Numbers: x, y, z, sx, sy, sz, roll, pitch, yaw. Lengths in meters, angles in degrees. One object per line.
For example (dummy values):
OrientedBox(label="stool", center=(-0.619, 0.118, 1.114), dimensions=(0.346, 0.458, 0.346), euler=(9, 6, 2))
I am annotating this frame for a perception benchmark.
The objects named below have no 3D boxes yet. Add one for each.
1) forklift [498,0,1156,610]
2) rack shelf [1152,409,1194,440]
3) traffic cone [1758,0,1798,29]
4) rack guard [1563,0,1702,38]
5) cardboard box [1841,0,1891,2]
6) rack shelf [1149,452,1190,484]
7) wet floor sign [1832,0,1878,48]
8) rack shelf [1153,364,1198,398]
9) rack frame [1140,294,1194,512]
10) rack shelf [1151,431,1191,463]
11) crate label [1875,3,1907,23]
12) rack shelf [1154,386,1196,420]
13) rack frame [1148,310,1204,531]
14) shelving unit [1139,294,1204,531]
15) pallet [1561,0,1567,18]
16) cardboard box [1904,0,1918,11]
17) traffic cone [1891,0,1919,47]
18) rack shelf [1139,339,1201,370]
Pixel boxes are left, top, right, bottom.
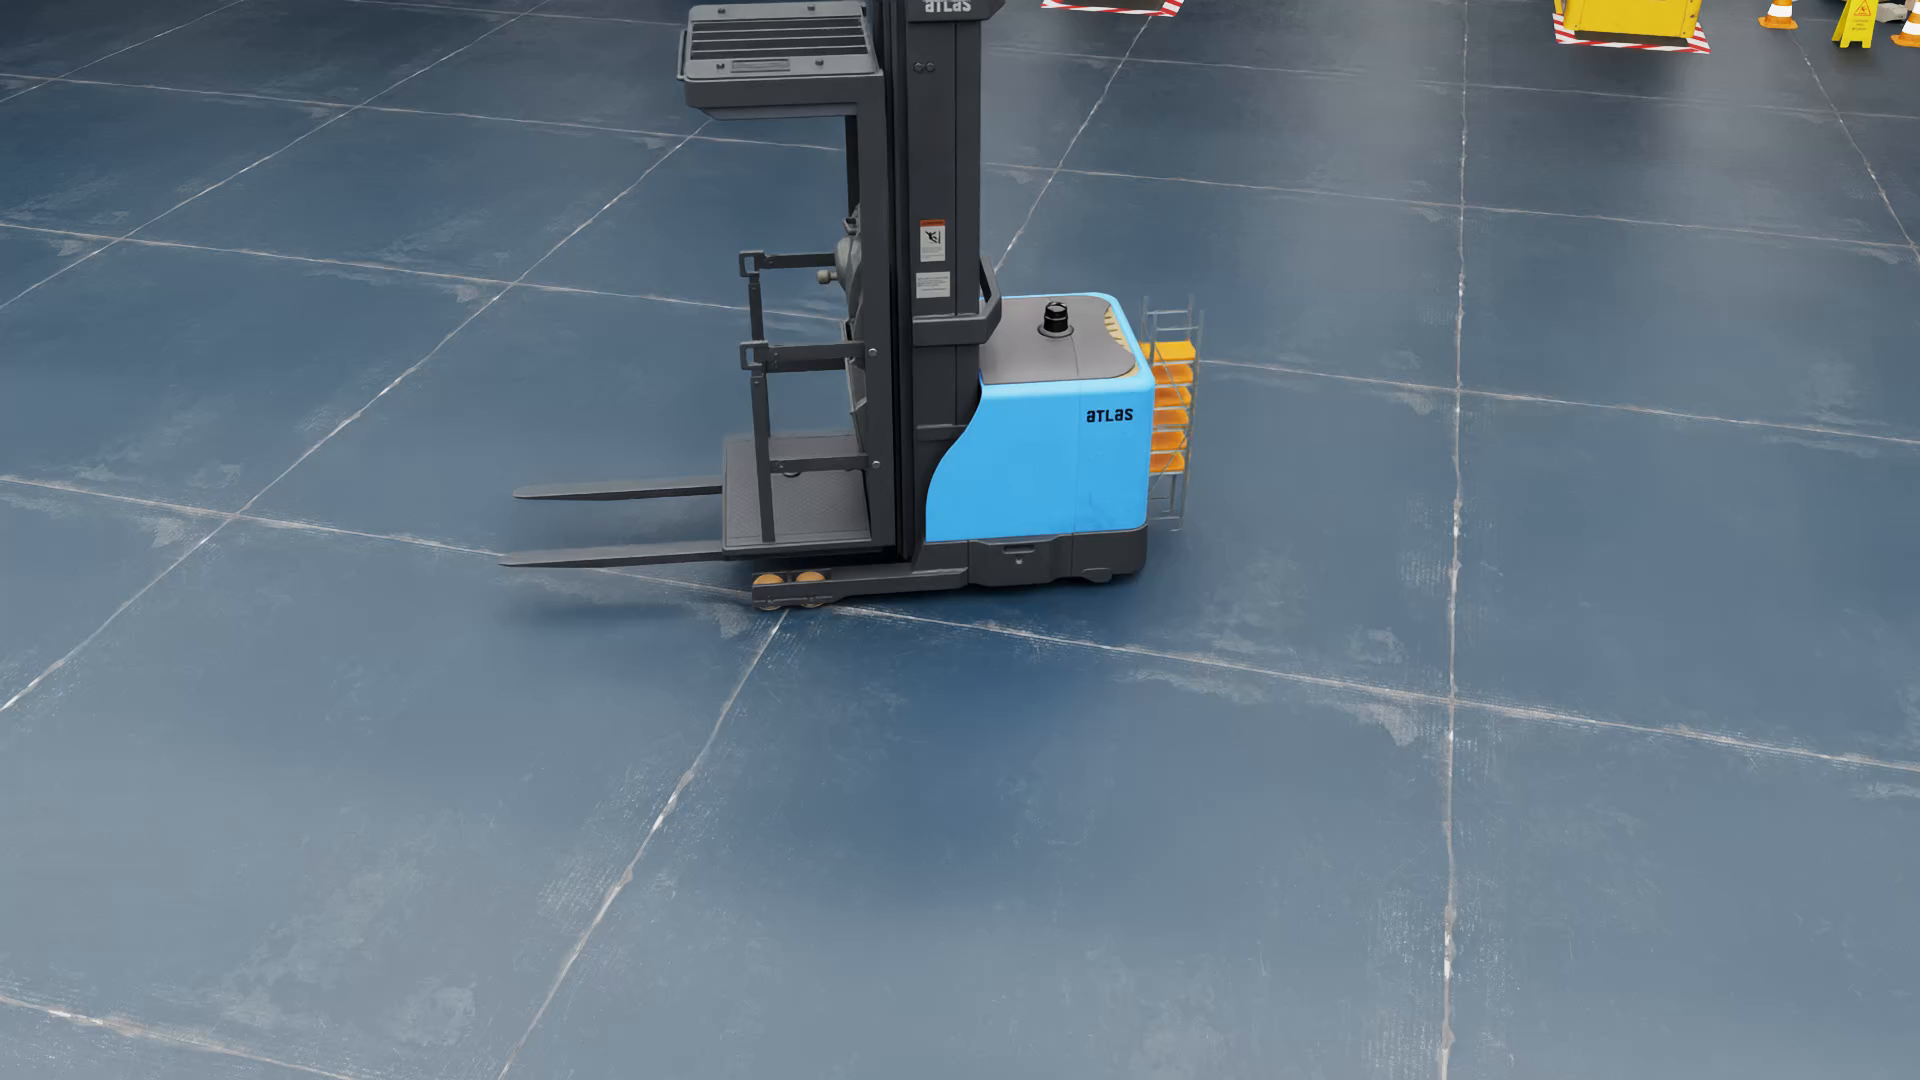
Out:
OrientedBox(label="forklift", center=(-0.665, -1.210, 7.421), dimensions=(3.031, 2.935, 1.130), euler=(-4, 33, -6))
OrientedBox(label="rack shelf", center=(0.987, -0.558, 8.089), dimensions=(0.258, 0.103, 0.180), euler=(-4, 33, -7))
OrientedBox(label="traffic cone", center=(7.922, -5.196, 15.992), dimensions=(0.336, 0.463, 0.334), euler=(8, 33, 12))
OrientedBox(label="rack guard", center=(6.407, -5.117, 15.833), dimensions=(1.175, 0.500, 0.348), euler=(8, 33, 12))
OrientedBox(label="cardboard box", center=(9.224, -5.765, 16.850), dimensions=(0.797, 0.503, 0.637), euler=(-14, 35, -21))
OrientedBox(label="rack shelf", center=(0.984, -0.355, 8.217), dimensions=(0.258, 0.103, 0.180), euler=(-4, 33, -7))
OrientedBox(label="wet floor sign", center=(8.321, -4.906, 15.366), dimensions=(0.267, 0.644, 0.232), euler=(3, 33, 4))
OrientedBox(label="rack shelf", center=(0.990, -0.760, 7.960), dimensions=(0.258, 0.103, 0.180), euler=(-4, 33, -7))
OrientedBox(label="rack frame", center=(0.974, -0.644, 8.141), dimensions=(0.240, 1.200, 0.006), euler=(-4, 33, -7))
OrientedBox(label="rack shelf", center=(0.985, -0.456, 8.153), dimensions=(0.258, 0.103, 0.180), euler=(-4, 33, -7))
OrientedBox(label="crate label", center=(9.068, -5.145, 16.215), dimensions=(0.250, 0.136, 0.298), euler=(-8, 33, -13))
OrientedBox(label="rack shelf", center=(0.988, -0.659, 8.024), dimensions=(0.258, 0.103, 0.180), euler=(-4, 33, -7))
OrientedBox(label="rack frame", center=(1.000, -0.547, 7.989), dimensions=(0.240, 1.200, 0.006), euler=(-4, 33, -7))
OrientedBox(label="shelving unit", center=(0.987, -0.595, 8.065), dimensions=(0.258, 1.200, 0.189), euler=(-4, 33, -7))
OrientedBox(label="pallet", center=(6.541, -5.433, 16.600), dimensions=(1.003, 0.211, 1.213), euler=(8, 33, 12))
OrientedBox(label="cardboard box", center=(9.606, -5.315, 16.471), dimensions=(0.380, 0.149, 0.250), euler=(28, 42, 36))
OrientedBox(label="traffic cone", center=(8.928, -4.866, 15.472), dimensions=(0.336, 0.463, 0.334), euler=(8, 33, 12))
OrientedBox(label="rack shelf", center=(0.991, -0.862, 7.896), dimensions=(0.258, 0.103, 0.180), euler=(-4, 33, -7))
